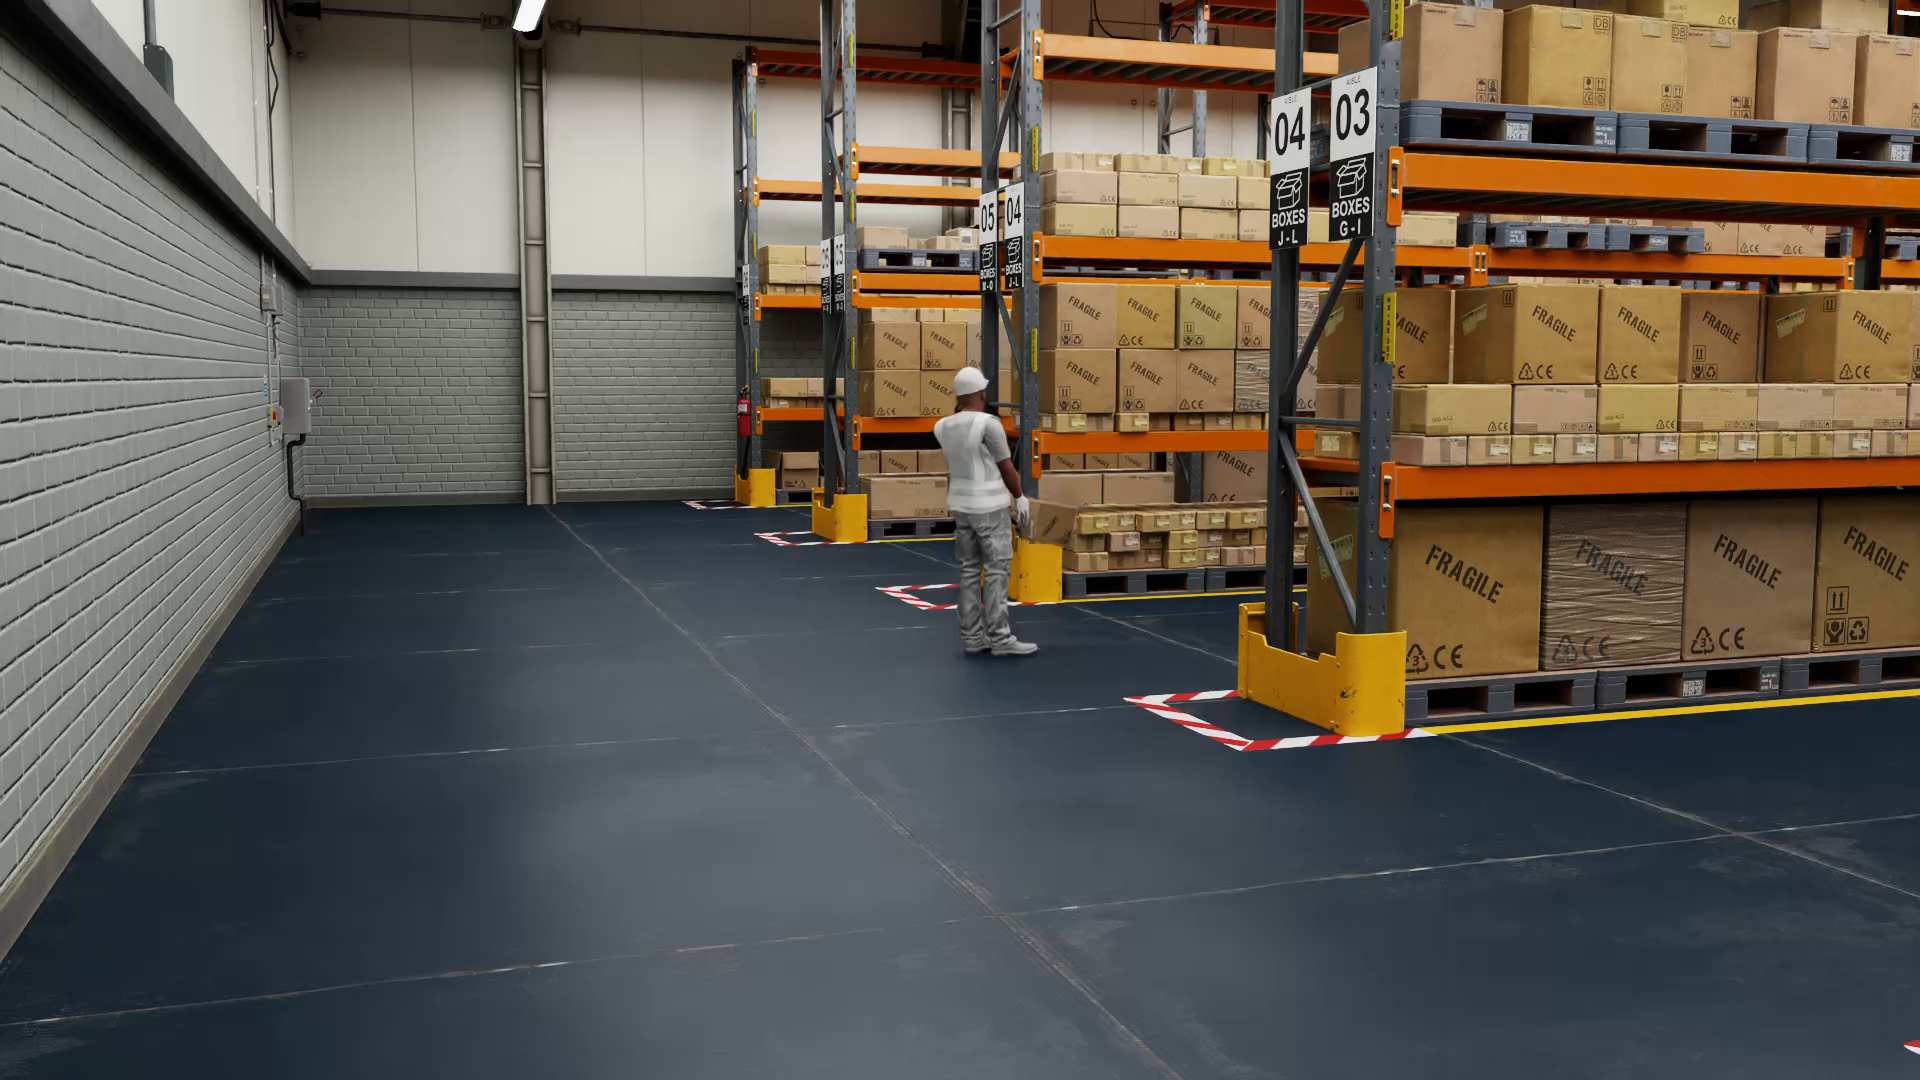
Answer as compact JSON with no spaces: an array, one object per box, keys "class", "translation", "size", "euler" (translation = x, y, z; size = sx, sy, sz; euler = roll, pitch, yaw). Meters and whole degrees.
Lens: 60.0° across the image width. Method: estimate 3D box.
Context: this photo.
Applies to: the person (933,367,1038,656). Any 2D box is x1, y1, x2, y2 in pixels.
[{"class":"person","translation":[0.161,-0.184,10.418],"size":[0.481,1.791,0.576],"euler":[-5,8,-44]}]
